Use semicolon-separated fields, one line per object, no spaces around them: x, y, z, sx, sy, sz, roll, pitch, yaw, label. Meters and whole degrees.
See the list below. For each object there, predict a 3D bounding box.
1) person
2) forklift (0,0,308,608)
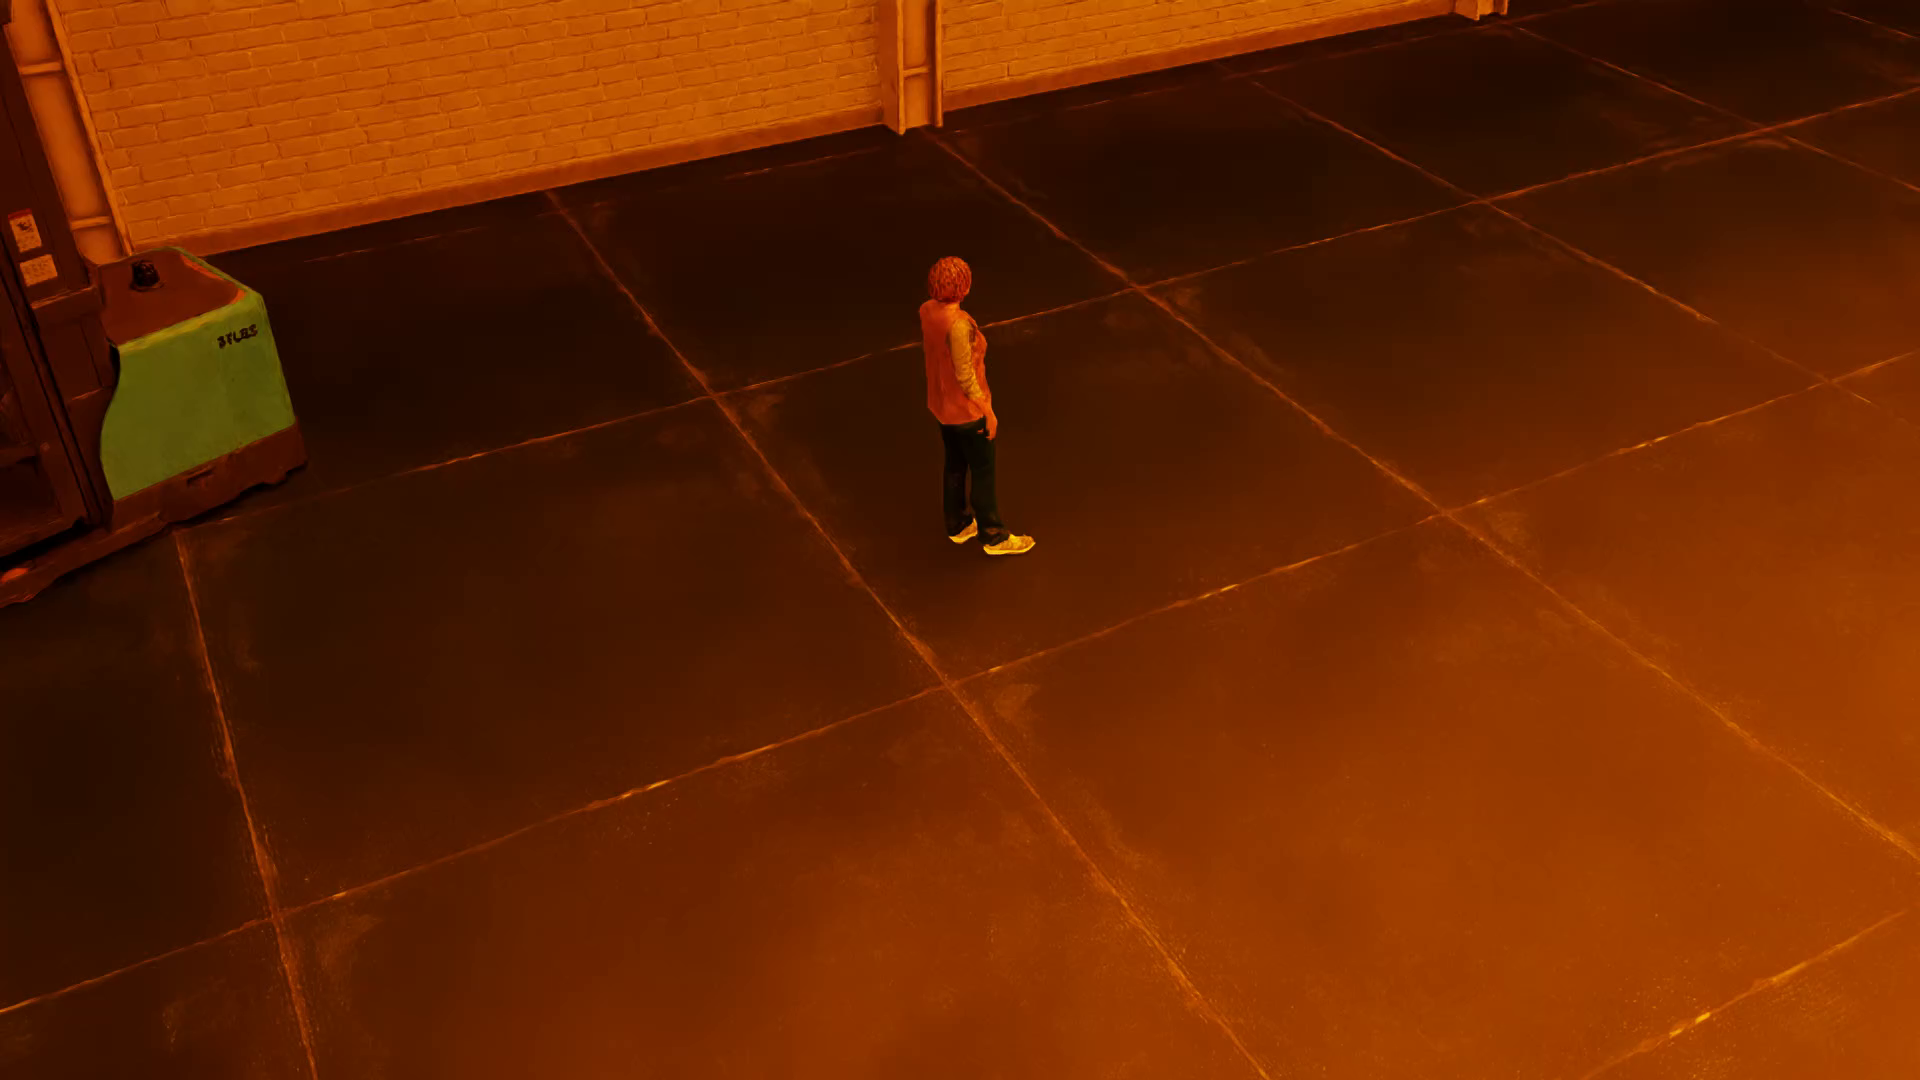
0.072;-0.665;8.220;0.474;1.583;0.520;-17;39;-23;person
-4.955;-1.140;7.736;1.130;2.935;3.031;27;44;33;forklift
